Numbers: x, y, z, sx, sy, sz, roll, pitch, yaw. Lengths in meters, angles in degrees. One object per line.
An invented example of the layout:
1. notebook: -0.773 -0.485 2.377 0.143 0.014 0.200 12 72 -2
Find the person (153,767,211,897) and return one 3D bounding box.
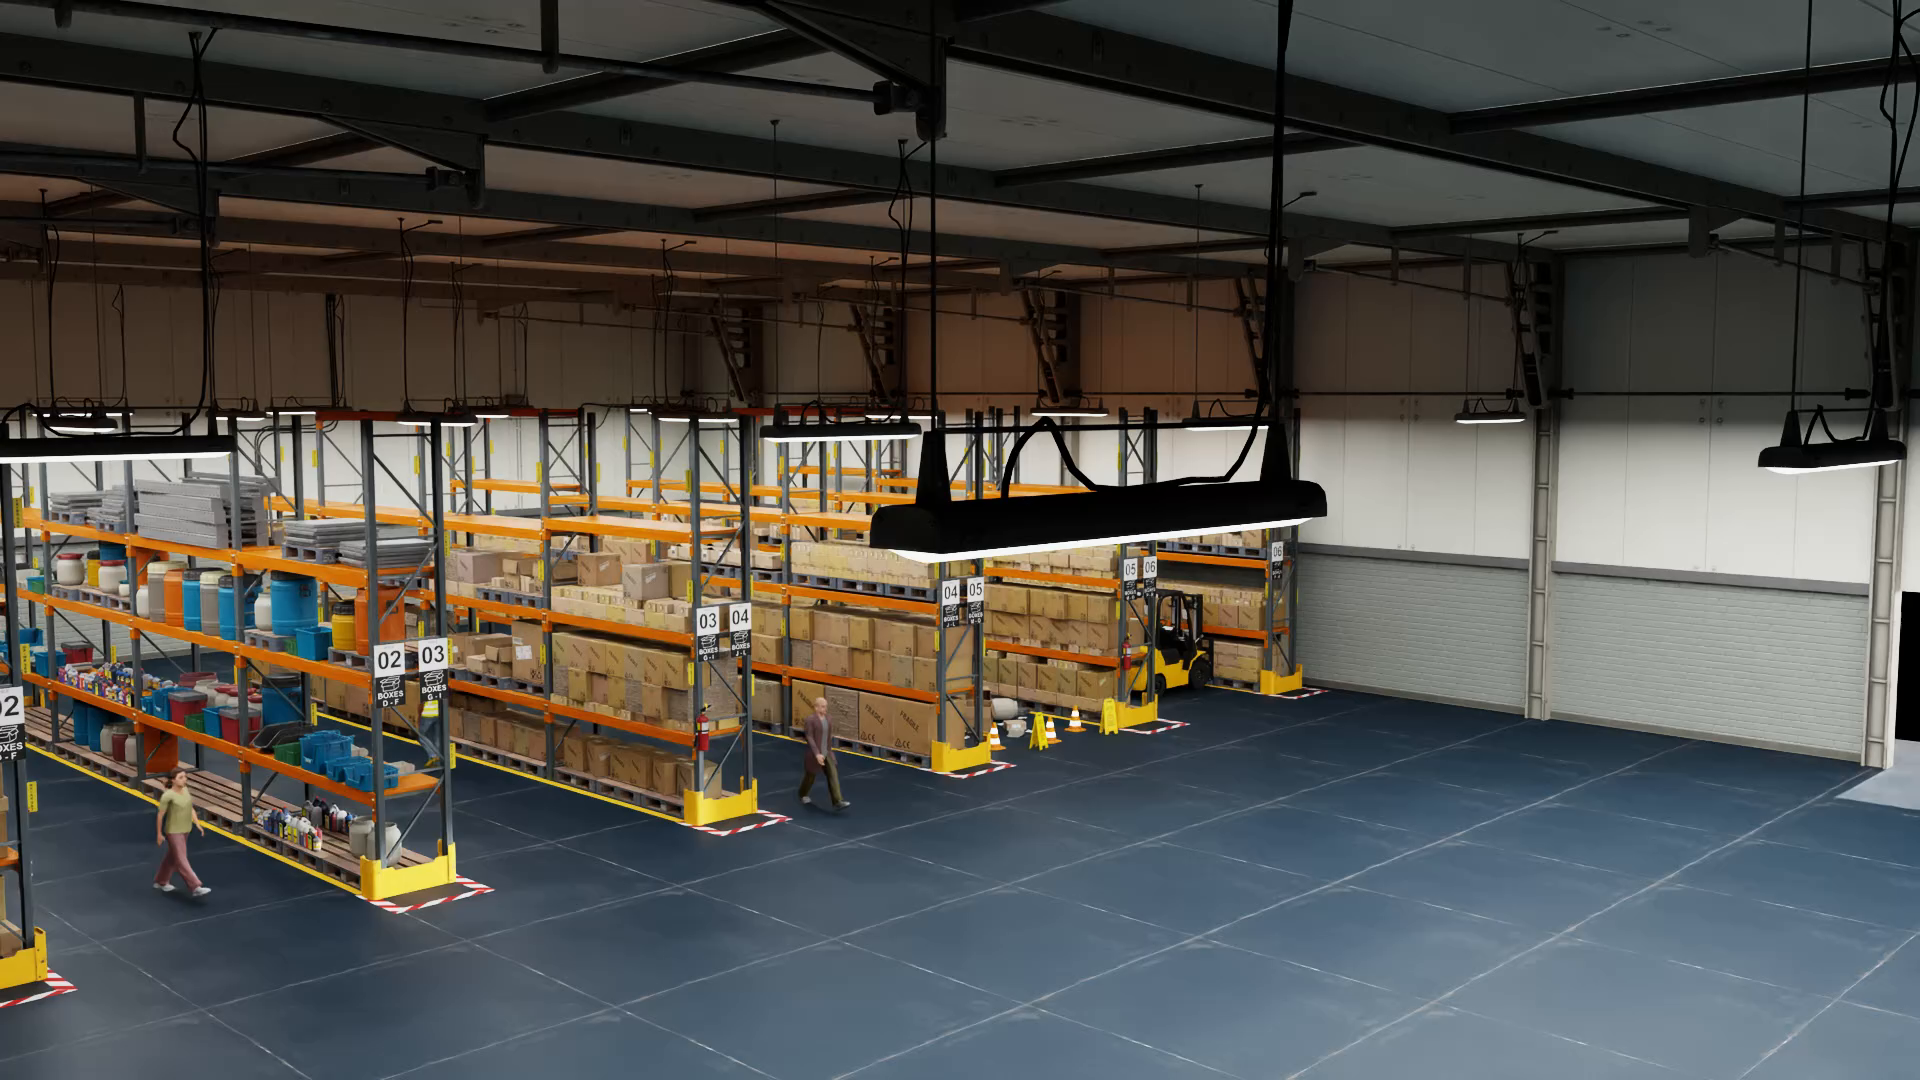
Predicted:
1. person: -9.745 3.652 20.863 1.059 1.609 0.486 1 5 15

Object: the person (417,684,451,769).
1. person: -8.841 2.966 27.966 0.478 1.761 0.611 5 7 42

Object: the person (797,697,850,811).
1. person: -2.086 3.338 25.266 0.571 1.500 1.226 -4 6 -37
